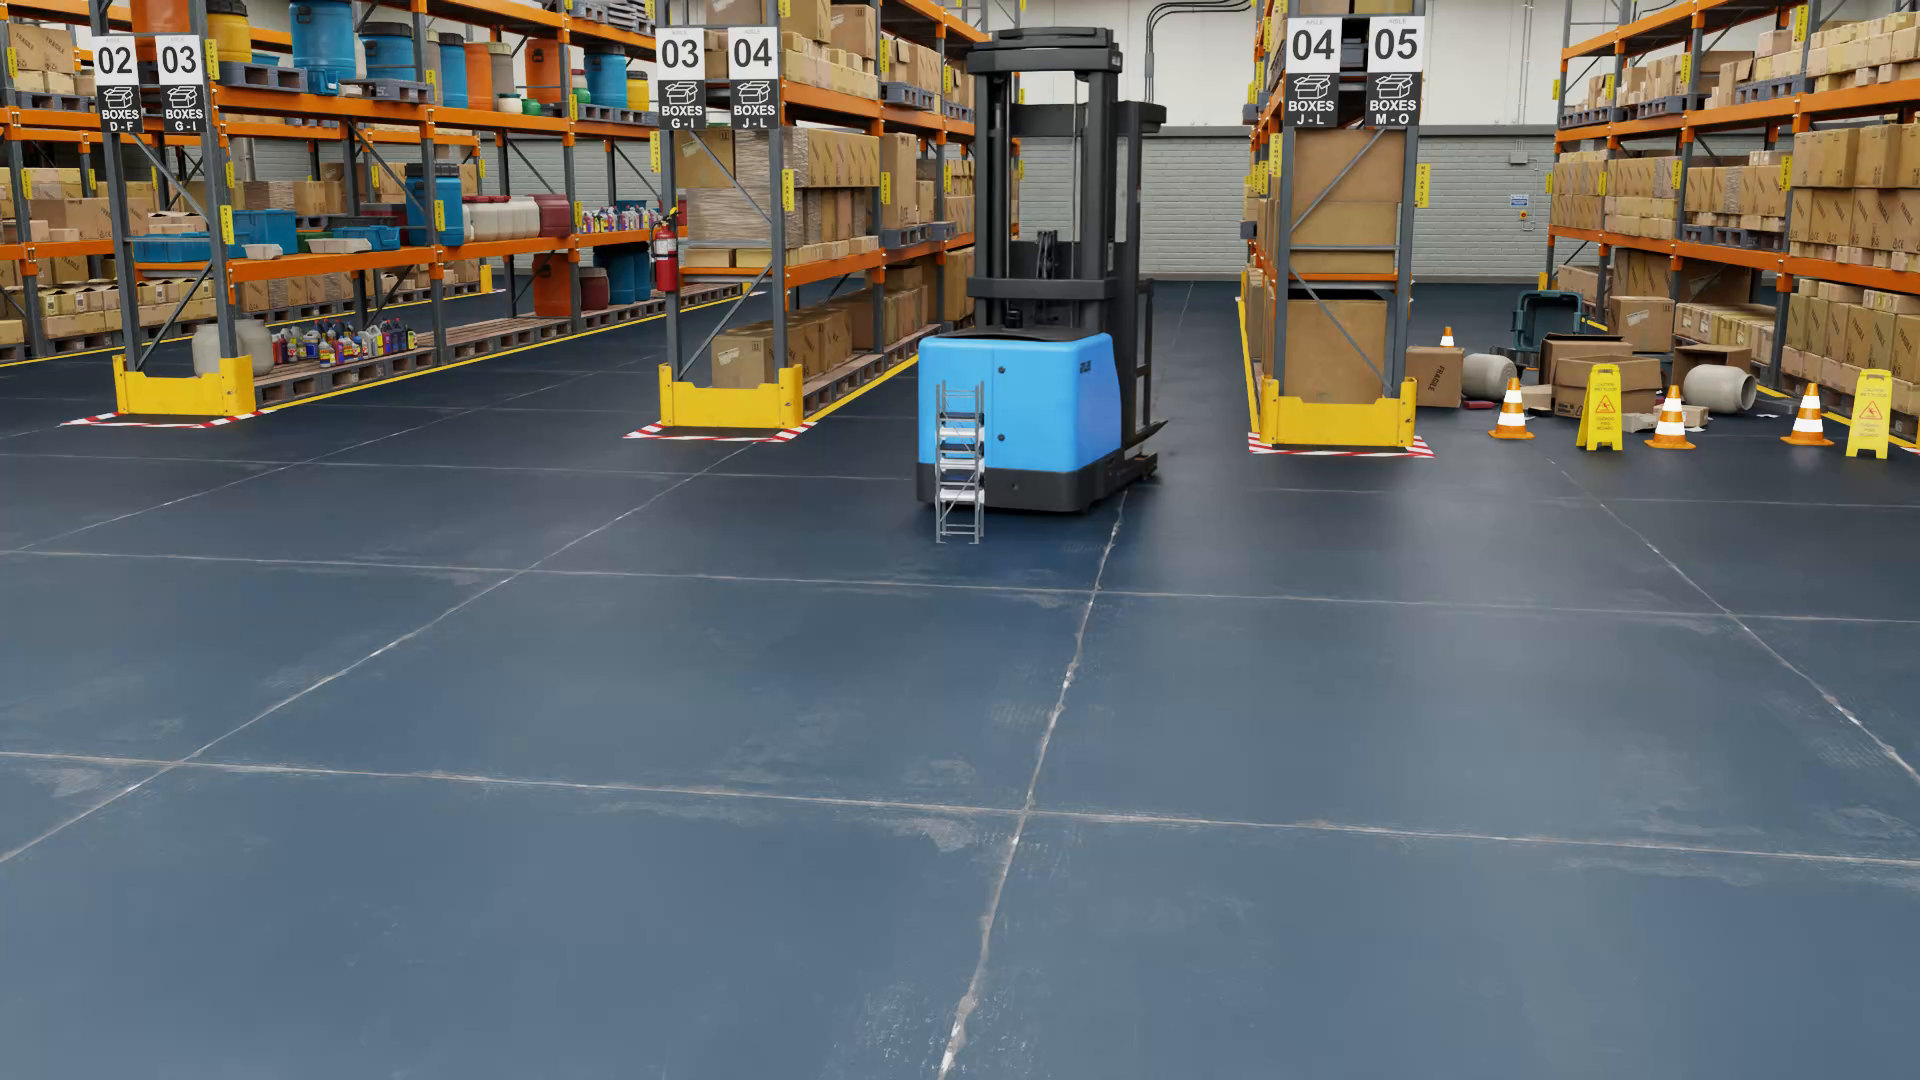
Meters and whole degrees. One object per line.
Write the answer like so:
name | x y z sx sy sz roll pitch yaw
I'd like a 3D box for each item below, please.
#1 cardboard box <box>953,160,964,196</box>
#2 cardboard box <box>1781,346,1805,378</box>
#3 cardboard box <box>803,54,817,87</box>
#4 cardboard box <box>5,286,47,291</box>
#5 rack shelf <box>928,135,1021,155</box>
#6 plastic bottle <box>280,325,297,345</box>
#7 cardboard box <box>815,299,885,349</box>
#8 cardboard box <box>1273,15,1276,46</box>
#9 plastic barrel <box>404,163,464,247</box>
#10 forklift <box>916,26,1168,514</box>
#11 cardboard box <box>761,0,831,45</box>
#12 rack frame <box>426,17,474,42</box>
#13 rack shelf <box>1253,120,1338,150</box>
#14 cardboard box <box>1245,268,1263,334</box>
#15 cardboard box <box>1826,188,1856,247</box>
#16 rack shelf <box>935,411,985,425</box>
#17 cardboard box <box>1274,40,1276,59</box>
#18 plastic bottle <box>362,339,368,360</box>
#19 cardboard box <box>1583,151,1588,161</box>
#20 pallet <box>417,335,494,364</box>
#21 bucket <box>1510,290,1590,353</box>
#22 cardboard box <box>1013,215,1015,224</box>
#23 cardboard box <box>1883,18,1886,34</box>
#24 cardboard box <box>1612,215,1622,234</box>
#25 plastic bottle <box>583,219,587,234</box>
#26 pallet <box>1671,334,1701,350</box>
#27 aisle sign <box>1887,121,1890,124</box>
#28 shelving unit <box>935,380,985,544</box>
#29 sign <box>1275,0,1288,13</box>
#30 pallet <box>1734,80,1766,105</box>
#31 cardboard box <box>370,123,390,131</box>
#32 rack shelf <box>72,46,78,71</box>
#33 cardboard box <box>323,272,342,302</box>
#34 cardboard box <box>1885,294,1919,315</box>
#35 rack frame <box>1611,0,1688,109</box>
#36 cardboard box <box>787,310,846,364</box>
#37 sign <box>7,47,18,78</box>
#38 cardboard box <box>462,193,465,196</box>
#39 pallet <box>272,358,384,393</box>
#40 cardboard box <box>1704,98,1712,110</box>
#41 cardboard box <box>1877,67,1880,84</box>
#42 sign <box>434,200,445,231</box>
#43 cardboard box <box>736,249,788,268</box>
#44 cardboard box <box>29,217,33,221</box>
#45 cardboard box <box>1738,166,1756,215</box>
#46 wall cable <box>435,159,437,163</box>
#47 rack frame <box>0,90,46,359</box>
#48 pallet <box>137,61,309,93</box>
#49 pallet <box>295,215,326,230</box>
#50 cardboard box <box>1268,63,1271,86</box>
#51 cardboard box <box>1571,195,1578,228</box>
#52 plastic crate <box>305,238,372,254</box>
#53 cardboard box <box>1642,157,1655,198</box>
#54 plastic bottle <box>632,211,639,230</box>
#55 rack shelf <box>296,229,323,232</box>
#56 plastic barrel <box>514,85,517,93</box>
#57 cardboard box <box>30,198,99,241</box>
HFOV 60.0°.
cardboard box | -0.372 -5.057 23.219 0.797 0.503 0.637 2 12 10
cardboard box | 8.119 -1.684 15.716 0.500 0.250 0.500 1 12 6
cardboard box | -1.528 -4.018 14.251 0.500 0.250 0.500 2 12 7
cardboard box | -11.251 -2.917 20.107 0.500 0.311 0.500 2 12 10
rack shelf | 0.222 -6.454 26.908 1.077 0.370 4.000 2 12 9
plastic bottle | -6.867 -2.017 16.977 0.144 0.351 0.185 2 12 11
cardboard box | -1.200 -2.378 18.296 0.700 0.500 0.500 1 12 4
cardboard box | 3.065 -4.566 14.855 0.500 0.250 0.500 2 12 8
plastic barrel | -5.851 -3.734 18.509 0.600 0.901 0.708 2 12 9
forklift | 0.730 -1.860 11.167 1.130 2.935 3.031 5 13 20
cardboard box | -1.436 -4.630 14.609 0.500 0.500 0.500 2 12 8
rack frame | -9.258 -9.010 29.942 1.000 3.000 0.127 2 12 9
rack shelf | 4.493 -5.440 22.201 1.077 0.370 4.000 2 12 9
cardboard box | 4.002 -2.890 20.128 1.050 0.750 0.750 2 12 8
cardboard box | 7.989 -2.839 14.603 0.500 0.500 0.500 2 12 8
rack shelf | 0.001 -0.673 9.357 0.258 0.077 0.200 2 12 9
cardboard box | 2.944 -4.292 14.532 0.380 0.149 0.250 2 12 9
plastic bottle | -6.123 -1.956 17.045 0.097 0.201 0.097 0 12 0
cardboard box | 9.722 -5.847 25.353 0.380 0.149 0.250 2 12 9
pallet | -6.127 -2.220 19.292 1.003 0.211 1.213 2 12 9
bucket | 5.827 -2.116 16.353 0.726 0.611 0.620 7 4 28
cardboard box | 0.722 -5.441 28.219 0.380 0.149 0.250 2 12 9
cardboard box | 7.948 -4.289 13.857 0.380 0.149 0.250 2 12 10
cardboard box | 9.300 -4.338 22.857 0.500 0.250 0.500 2 12 7
plastic bottle | -5.149 -4.277 22.690 0.097 0.201 0.097 0 12 0
pallet | 8.970 -2.243 19.402 1.003 0.211 1.213 2 12 9
aisle sign | 14.947 -6.569 26.684 0.394 0.787 0.004 2 12 9
shelving unit | 0.001 -0.442 9.406 0.258 0.900 0.210 2 12 9
sign | 2.421 -4.124 12.476 0.100 0.325 0.005 2 12 9
pallet | 8.833 -4.652 17.286 1.213 0.211 1.003 2 12 9
cardboard box | -9.554 -6.731 26.842 0.500 0.250 0.500 2 12 9
rack shelf | -15.076 -7.374 25.005 1.077 0.370 4.000 2 12 9
cardboard box | -9.828 -3.919 25.447 0.500 0.500 0.500 2 12 9
cardboard box | 7.717 -1.903 13.412 0.380 0.149 0.250 2 12 10
rack frame | 9.707 -7.535 23.095 1.000 3.000 0.127 2 12 9
cardboard box | -1.497 -2.040 16.774 0.500 0.500 0.500 6 14 27
sign | -10.555 -5.320 18.522 0.100 0.325 0.005 2 12 9
cardboard box | -9.134 -5.916 29.588 0.500 0.500 0.500 2 12 9
pallet | -6.539 -1.662 16.704 1.003 0.211 1.213 2 12 9
cardboard box | 8.875 -5.053 19.295 0.380 0.149 0.250 2 12 9
cardboard box | 7.948 -3.902 13.954 0.380 0.149 0.250 2 12 9
sign | -5.668 -3.533 18.112 0.100 0.325 0.005 2 12 9
cardboard box | -1.651 -2.354 13.892 0.380 0.149 0.250 2 12 9
cardboard box | -14.726 -5.001 26.125 0.380 0.149 0.250 2 12 9
cardboard box | 8.481 -3.650 17.371 0.500 0.500 0.500 2 12 11
wall cable | -12.930 -8.818 36.419 3.097 2.526 0.112 2 12 9
rack frame | -11.104 -3.579 18.982 1.000 3.000 0.127 2 12 9
pallet | -6.601 -4.129 14.859 1.003 0.211 1.213 2 12 9
pallet | -10.194 -4.723 24.746 1.003 0.211 1.213 2 12 9
cardboard box | 3.700 -5.231 18.502 0.500 0.311 0.500 2 12 8
cardboard box | 9.758 -5.077 25.692 0.500 0.500 0.500 2 12 11
plastic crate | -6.209 -2.943 16.655 0.530 0.136 0.437 2 12 9
cardboard box | 9.066 -4.633 21.262 0.500 0.500 0.500 2 12 9
plastic bottle | -4.854 -4.749 24.705 0.152 0.276 0.135 2 12 9
rack shelf | -10.181 -4.477 24.854 1.077 0.370 4.000 2 12 9
plastic barrel | -5.945 -5.717 21.516 0.421 0.512 0.421 0 12 0
cardboard box | -10.888 -3.897 20.220 0.500 0.500 0.500 3 12 13
